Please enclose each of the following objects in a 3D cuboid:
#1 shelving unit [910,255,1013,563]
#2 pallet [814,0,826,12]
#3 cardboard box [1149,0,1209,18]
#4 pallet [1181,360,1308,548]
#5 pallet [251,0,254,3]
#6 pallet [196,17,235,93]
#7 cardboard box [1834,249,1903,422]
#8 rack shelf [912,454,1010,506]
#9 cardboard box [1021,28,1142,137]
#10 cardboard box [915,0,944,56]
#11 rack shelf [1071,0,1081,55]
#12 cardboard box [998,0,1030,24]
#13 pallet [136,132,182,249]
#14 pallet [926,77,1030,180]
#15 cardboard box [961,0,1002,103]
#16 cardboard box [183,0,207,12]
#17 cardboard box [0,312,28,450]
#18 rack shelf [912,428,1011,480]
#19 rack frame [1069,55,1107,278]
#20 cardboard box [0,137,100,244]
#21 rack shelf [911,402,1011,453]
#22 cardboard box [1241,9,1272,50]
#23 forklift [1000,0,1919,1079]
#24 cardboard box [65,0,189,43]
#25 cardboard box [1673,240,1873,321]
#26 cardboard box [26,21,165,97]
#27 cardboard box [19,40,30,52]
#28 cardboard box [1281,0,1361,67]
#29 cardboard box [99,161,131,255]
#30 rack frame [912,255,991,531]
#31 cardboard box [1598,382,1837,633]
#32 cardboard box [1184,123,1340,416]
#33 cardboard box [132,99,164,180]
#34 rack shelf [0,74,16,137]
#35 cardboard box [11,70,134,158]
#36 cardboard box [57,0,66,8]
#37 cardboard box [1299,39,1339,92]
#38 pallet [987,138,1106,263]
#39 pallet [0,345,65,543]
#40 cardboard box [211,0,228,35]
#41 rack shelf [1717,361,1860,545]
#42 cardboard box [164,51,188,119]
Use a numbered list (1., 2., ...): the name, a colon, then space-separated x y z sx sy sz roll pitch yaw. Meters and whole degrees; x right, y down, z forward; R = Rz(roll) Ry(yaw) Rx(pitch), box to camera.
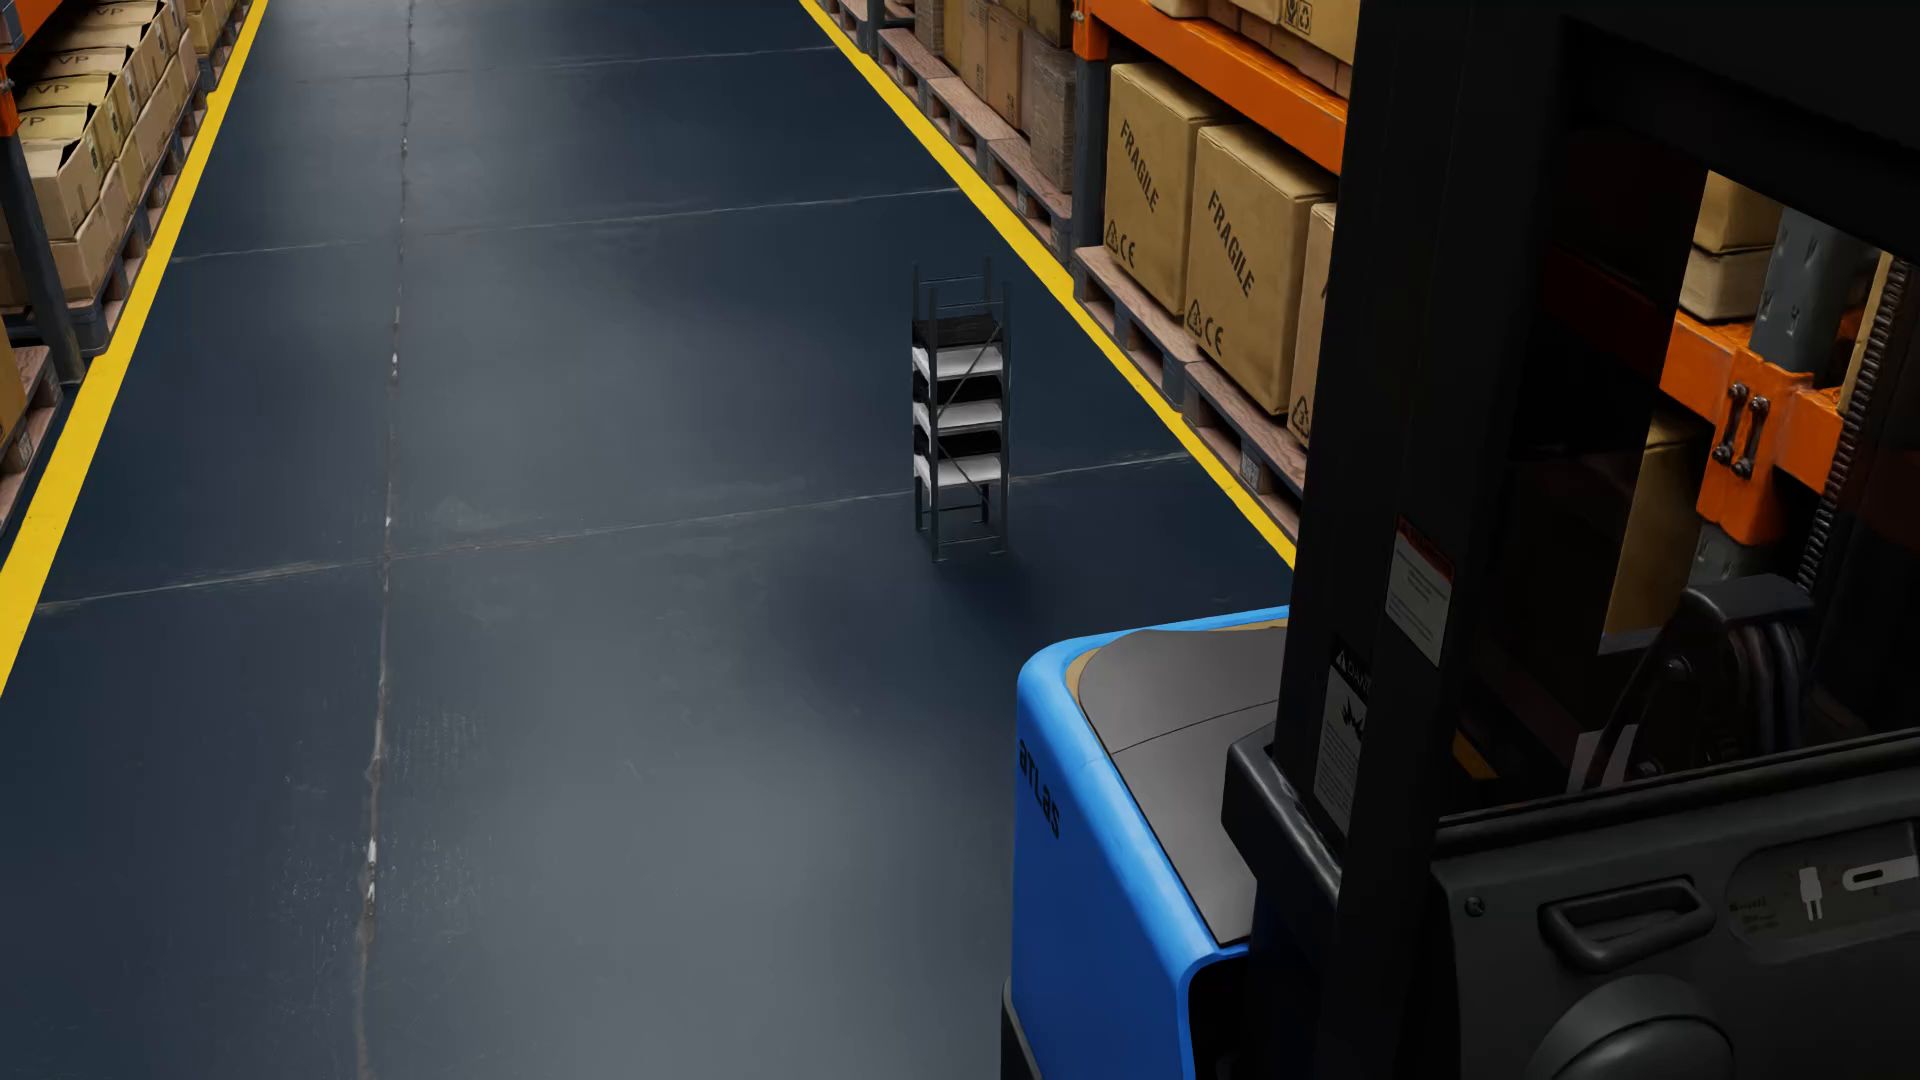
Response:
1. shelving unit: 0.002 -0.386 5.018 0.258 0.900 0.210 -8 31 -13
2. pallet: -0.626 -4.135 12.184 1.003 0.211 1.213 -8 31 -13
3. cardboard box: 0.886 -1.948 5.852 0.380 0.149 0.250 -7 31 -12
4. pallet: 1.432 -0.314 5.582 1.003 0.211 1.213 -8 31 -13
5. pallet: -5.680 -4.133 12.180 1.003 0.211 1.213 -8 31 -13
6. pallet: -5.032 -2.954 10.143 1.003 0.211 1.213 -8 31 -13
7. cardboard box: 2.165 -0.434 2.706 0.980 0.700 0.700 -7 31 -13
8. rack shelf: 0.002 -0.201 5.125 0.258 0.077 0.200 -8 31 -13
9. cardboard box: 0.709 -2.214 8.136 0.700 0.500 0.500 -8 31 -13
10. cardboard box: 0.125 -3.187 9.818 0.700 0.500 0.500 -7 31 -12
11. rack shelf: 0.444 -3.155 8.424 1.077 0.370 4.000 -8 31 -13
12. cardboard box: 0.501 -2.805 8.410 0.500 0.250 0.500 -8 31 -14
13. pallet: -4.301 -1.624 7.845 1.003 0.211 1.213 -8 31 -13
14. pallet: 0.449 -2.259 8.942 1.003 0.211 1.213 -8 31 -13
15. cardboard box: 0.407 -2.693 8.964 0.700 0.500 0.500 -8 31 -13
16. cardboard box: -4.683 -3.353 9.626 0.500 0.500 0.500 -8 31 -13
17. cardboard box: -3.325 -0.528 5.223 0.500 0.500 0.500 -7 31 -11
18. rack shelf: 0.002 -0.279 5.080 0.258 0.077 0.200 -8 31 -13
19. rack frame: 0.975 -2.500 6.575 1.000 3.000 0.127 -8 31 -13
20. cardboard box: -3.656 -1.366 6.382 0.500 0.311 0.500 -7 31 -12
21. rack shelf: 0.002 -0.357 5.034 0.258 0.077 0.200 -8 31 -13
22. cardboard box: 1.149 -1.718 5.456 0.380 0.149 0.250 -7 31 -12
23. forklift: 0.963 0.484 1.488 1.130 2.935 3.031 -8 31 -13
24. cardboard box: -4.478 -2.849 8.943 0.500 0.311 0.500 -8 31 -13
25. cardboard box: 1.674 -0.594 3.512 0.380 0.149 0.250 -8 31 -13
26. cardboard box: -4.204 -2.357 8.093 0.500 0.311 0.500 -8 31 -13
27. cardboard box: -4.726 -2.281 7.962 0.500 0.311 0.500 -9 31 -15
28. cardboard box: 1.264 -1.668 4.720 0.500 0.500 0.500 -7 31 -12
29. cardboard box: -3.790 -1.366 6.941 0.500 0.250 0.500 -9 31 -15
30. rack frame: -0.025 -0.435 5.103 0.240 0.900 0.006 -8 31 -13
31. cardboard box: 1.739 -0.116 4.183 0.750 0.750 0.750 -7 31 -13
32. cardboard box: 1.270 -0.955 5.632 0.750 0.750 0.750 -8 31 -14
33. cardboard box: -4.070 -1.864 7.802 0.500 0.250 0.500 -7 31 -12
34. rack shelf: -3.269 -0.562 3.945 1.077 0.370 4.000 -8 31 -13
35. cardboard box: -3.937 -1.865 7.244 0.500 0.311 0.500 -9 31 -15
36. cardboard box: -4.992 -2.773 8.813 0.500 0.311 0.500 -8 31 -13
37. cardboard box: 1.257 -1.471 5.028 0.380 0.149 0.250 -8 31 -13
38. pallet: 0.769 -1.671 7.926 1.003 0.211 1.213 -8 31 -13
39. pallet: -3.638 -0.267 5.501 1.003 0.211 1.213 -8 31 -13
40. cardboard box: -4.820 -3.270 10.230 0.500 0.250 0.500 -8 31 -13
41. rack shelf: 2.567 0.709 1.749 1.077 0.370 4.000 -8 31 -13
42. cardboard box: -4.340 -2.357 8.653 0.500 0.250 0.500 -8 31 -14
